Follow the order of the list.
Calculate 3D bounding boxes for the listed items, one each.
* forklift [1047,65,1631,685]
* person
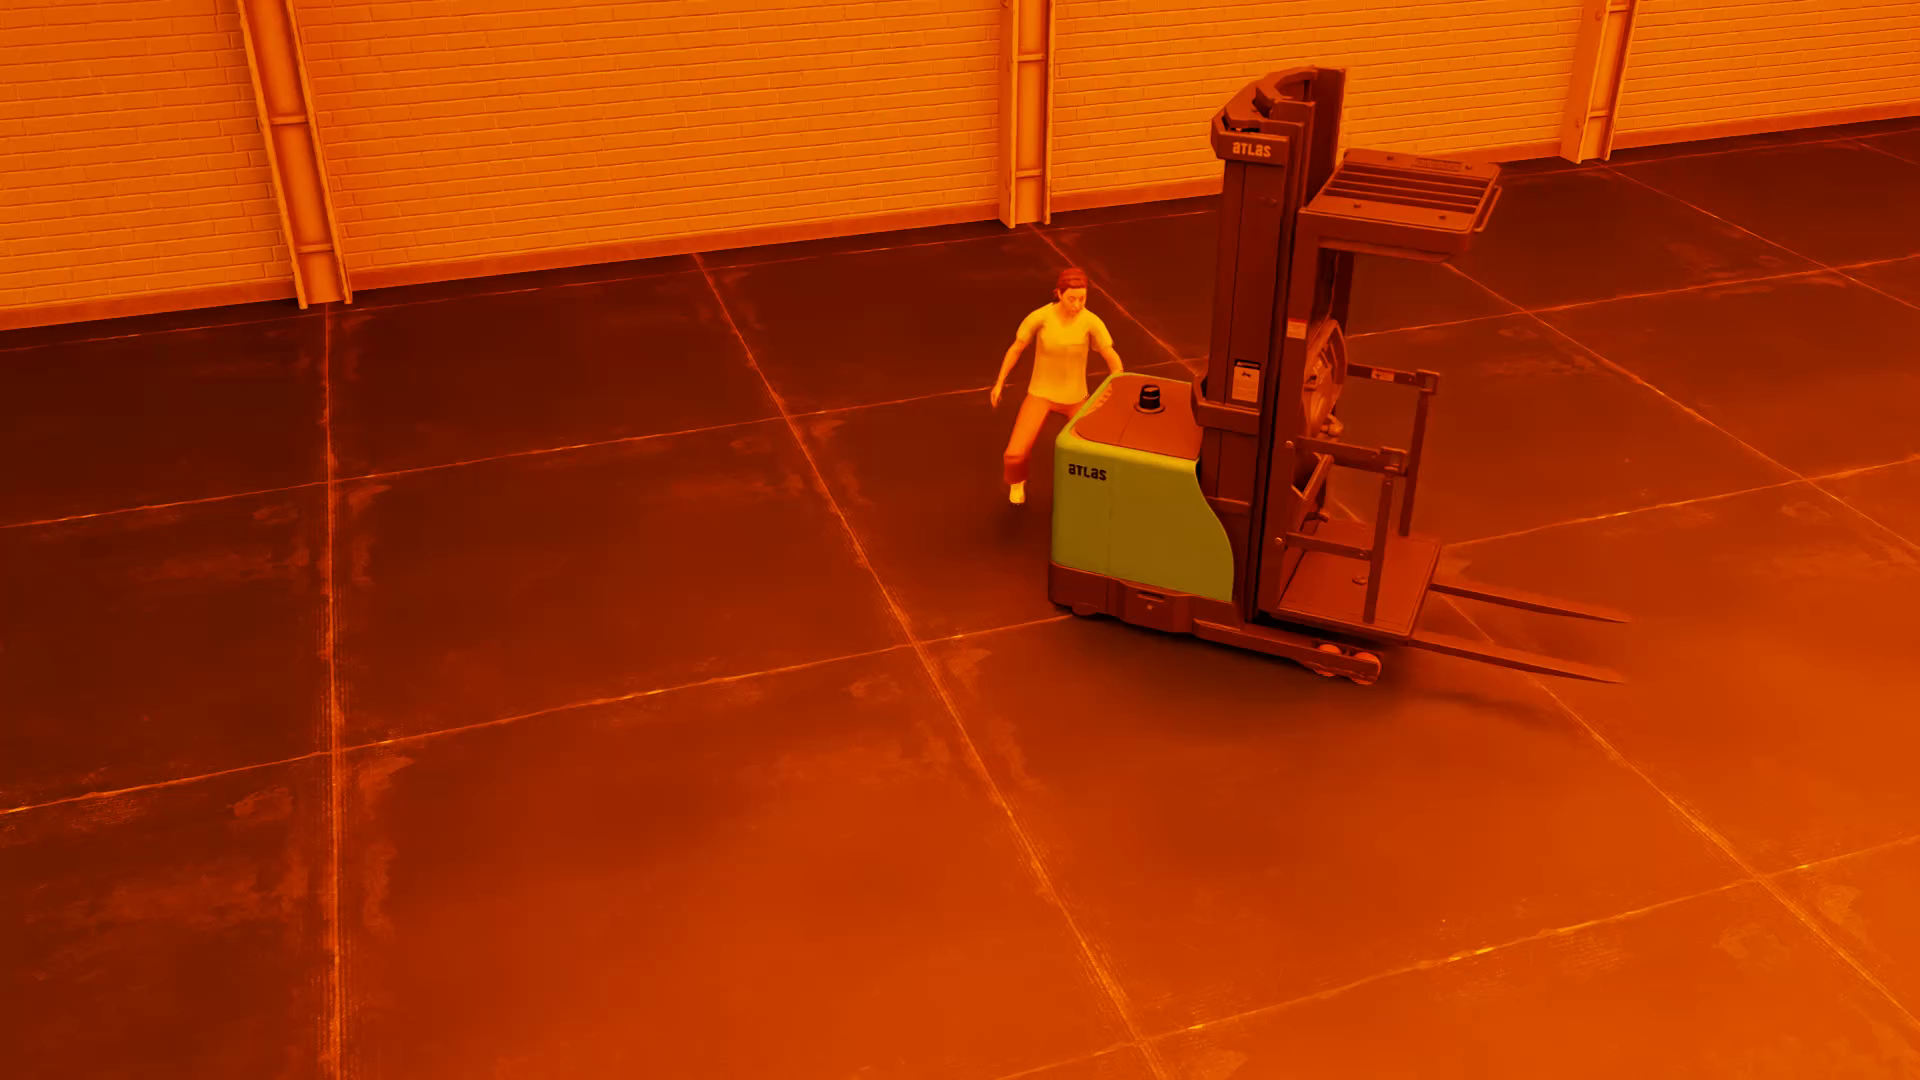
[{"bbox_3d":[2.056,-0.814,8.502,3.031,2.935,1.130,12,32,20],"label":"forklift"},{"bbox_3d":[0.610,-0.879,10.007,0.847,1.573,0.587,1,30,2],"label":"person"}]
